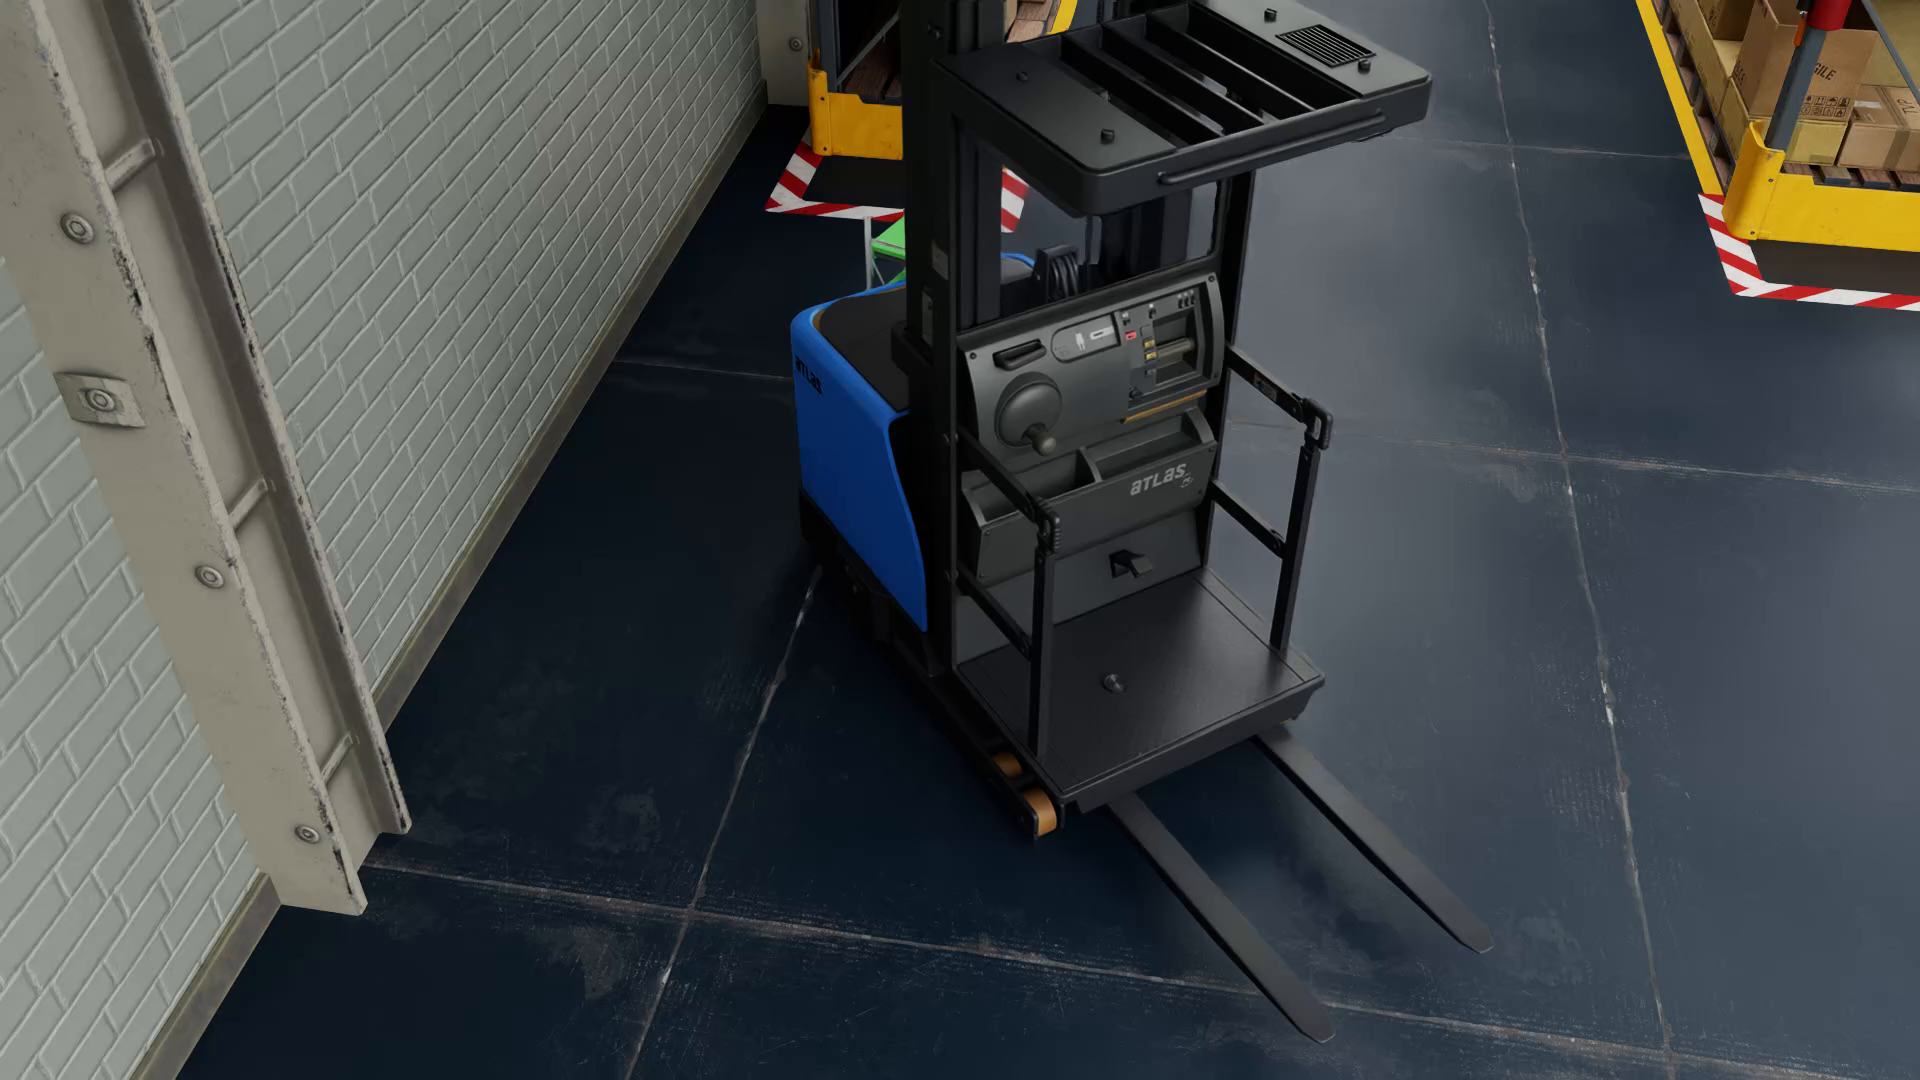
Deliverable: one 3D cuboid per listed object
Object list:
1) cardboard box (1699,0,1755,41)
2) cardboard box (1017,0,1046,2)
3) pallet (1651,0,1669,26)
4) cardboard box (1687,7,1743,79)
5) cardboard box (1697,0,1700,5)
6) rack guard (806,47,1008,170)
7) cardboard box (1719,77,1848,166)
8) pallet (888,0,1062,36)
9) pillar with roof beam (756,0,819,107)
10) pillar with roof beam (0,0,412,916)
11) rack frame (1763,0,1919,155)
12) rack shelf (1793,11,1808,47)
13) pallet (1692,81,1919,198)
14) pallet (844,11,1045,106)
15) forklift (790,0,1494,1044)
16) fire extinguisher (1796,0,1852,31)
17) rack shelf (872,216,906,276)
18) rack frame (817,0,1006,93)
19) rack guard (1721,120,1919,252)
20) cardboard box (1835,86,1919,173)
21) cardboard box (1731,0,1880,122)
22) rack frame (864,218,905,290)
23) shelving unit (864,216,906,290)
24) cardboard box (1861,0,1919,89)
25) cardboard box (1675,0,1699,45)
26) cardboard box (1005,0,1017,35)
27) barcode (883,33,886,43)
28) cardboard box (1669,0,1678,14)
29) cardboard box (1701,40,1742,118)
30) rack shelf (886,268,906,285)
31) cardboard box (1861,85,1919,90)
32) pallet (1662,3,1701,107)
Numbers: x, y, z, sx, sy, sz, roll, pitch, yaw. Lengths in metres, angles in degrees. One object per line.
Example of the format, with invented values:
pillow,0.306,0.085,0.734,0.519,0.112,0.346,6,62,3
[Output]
cardboard box,4.579,-3.176,9.477,0.500,0.500,0.500,6,40,8
cardboard box,0.224,-3.773,10.576,0.700,0.500,0.500,4,40,5
pallet,5.134,-3.728,11.093,1.003,0.211,1.213,6,40,8
cardboard box,4.581,-2.887,9.716,0.500,0.250,0.500,6,40,8
cardboard box,4.666,-3.490,9.857,0.500,0.500,0.500,6,40,8
rack guard,-0.246,-2.415,9.278,1.175,0.500,0.348,6,40,8
cardboard box,4.422,-2.258,8.955,0.500,0.250,0.500,6,40,8
pallet,0.143,-3.573,10.906,1.003,0.211,1.213,6,40,8
pillar with roof beam,3.250,-5.702,6.585,9.100,9.000,0.400,6,40,8
pillar with roof beam,2.212,-1.937,2.031,9.100,9.000,0.400,6,40,8
rack frame,4.620,-2.786,7.766,1.000,3.000,0.127,6,40,8
rack shelf,4.966,-3.764,9.514,1.077,0.370,4.000,6,40,8
pallet,4.711,-2.196,9.241,1.003,0.211,1.213,6,40,8
pallet,-0.071,-2.809,9.982,1.003,0.211,1.213,6,40,8
forklift,0.540,-0.478,5.028,1.130,2.935,3.031,-20,44,-23
fire extinguisher,4.142,-2.734,7.763,0.296,0.674,0.183,6,40,8
rack shelf,-0.137,-1.183,6.587,0.258,0.148,0.480,20,44,22
rack frame,-0.259,-3.330,8.424,1.000,3.000,0.127,6,40,8
rack guard,4.616,-1.808,8.544,1.175,0.500,0.348,6,40,8
cardboard box,4.932,-2.201,8.886,0.500,0.250,0.500,6,40,8
cardboard box,4.420,-2.547,8.716,0.500,0.500,0.500,6,40,8
rack frame,-0.258,-0.728,6.689,0.240,1.200,0.015,20,44,22
shelving unit,-0.137,-0.863,6.852,0.258,1.200,0.503,20,44,22
cardboard box,5.017,-2.804,9.027,0.500,0.500,0.500,6,40,8
cardboard box,4.670,-3.200,10.095,0.500,0.250,0.500,6,40,8
cardboard box,0.048,-3.246,10.087,0.500,0.311,0.500,10,41,11
barcode,-0.442,-2.947,9.718,0.001,0.075,0.075,6,40,8
cardboard box,4.750,-3.515,10.476,0.500,0.250,0.500,6,40,8
cardboard box,4.497,-2.573,9.336,0.500,0.250,0.500,6,40,8
rack shelf,-0.137,-0.998,6.740,0.258,0.148,0.480,20,44,22
cardboard box,5.015,-2.515,9.266,0.500,0.250,0.500,6,40,8
pallet,4.925,-2.960,10.164,1.003,0.211,1.213,6,40,8
